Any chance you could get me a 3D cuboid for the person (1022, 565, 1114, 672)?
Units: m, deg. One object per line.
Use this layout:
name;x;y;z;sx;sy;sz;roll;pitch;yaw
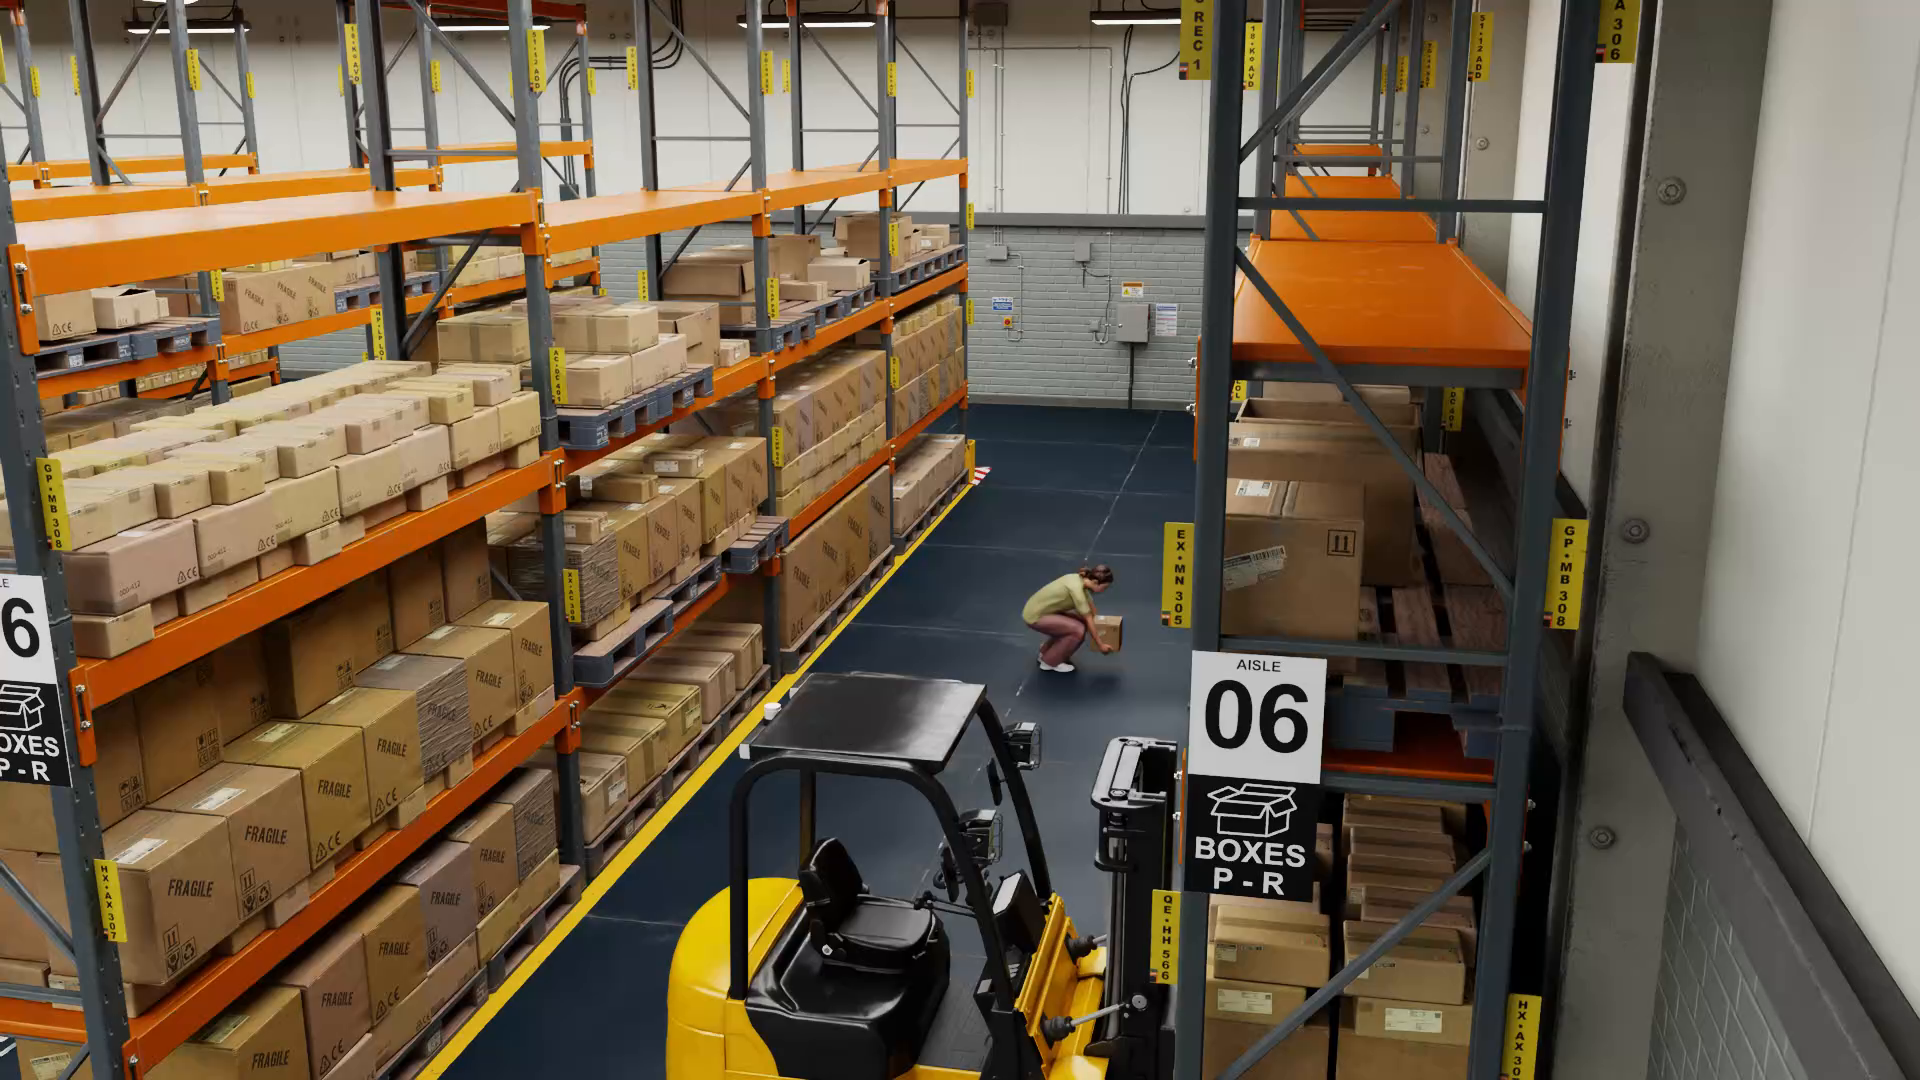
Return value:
person;0.954;0.663;14.463;0.824;0.935;0.454;3;15;10
